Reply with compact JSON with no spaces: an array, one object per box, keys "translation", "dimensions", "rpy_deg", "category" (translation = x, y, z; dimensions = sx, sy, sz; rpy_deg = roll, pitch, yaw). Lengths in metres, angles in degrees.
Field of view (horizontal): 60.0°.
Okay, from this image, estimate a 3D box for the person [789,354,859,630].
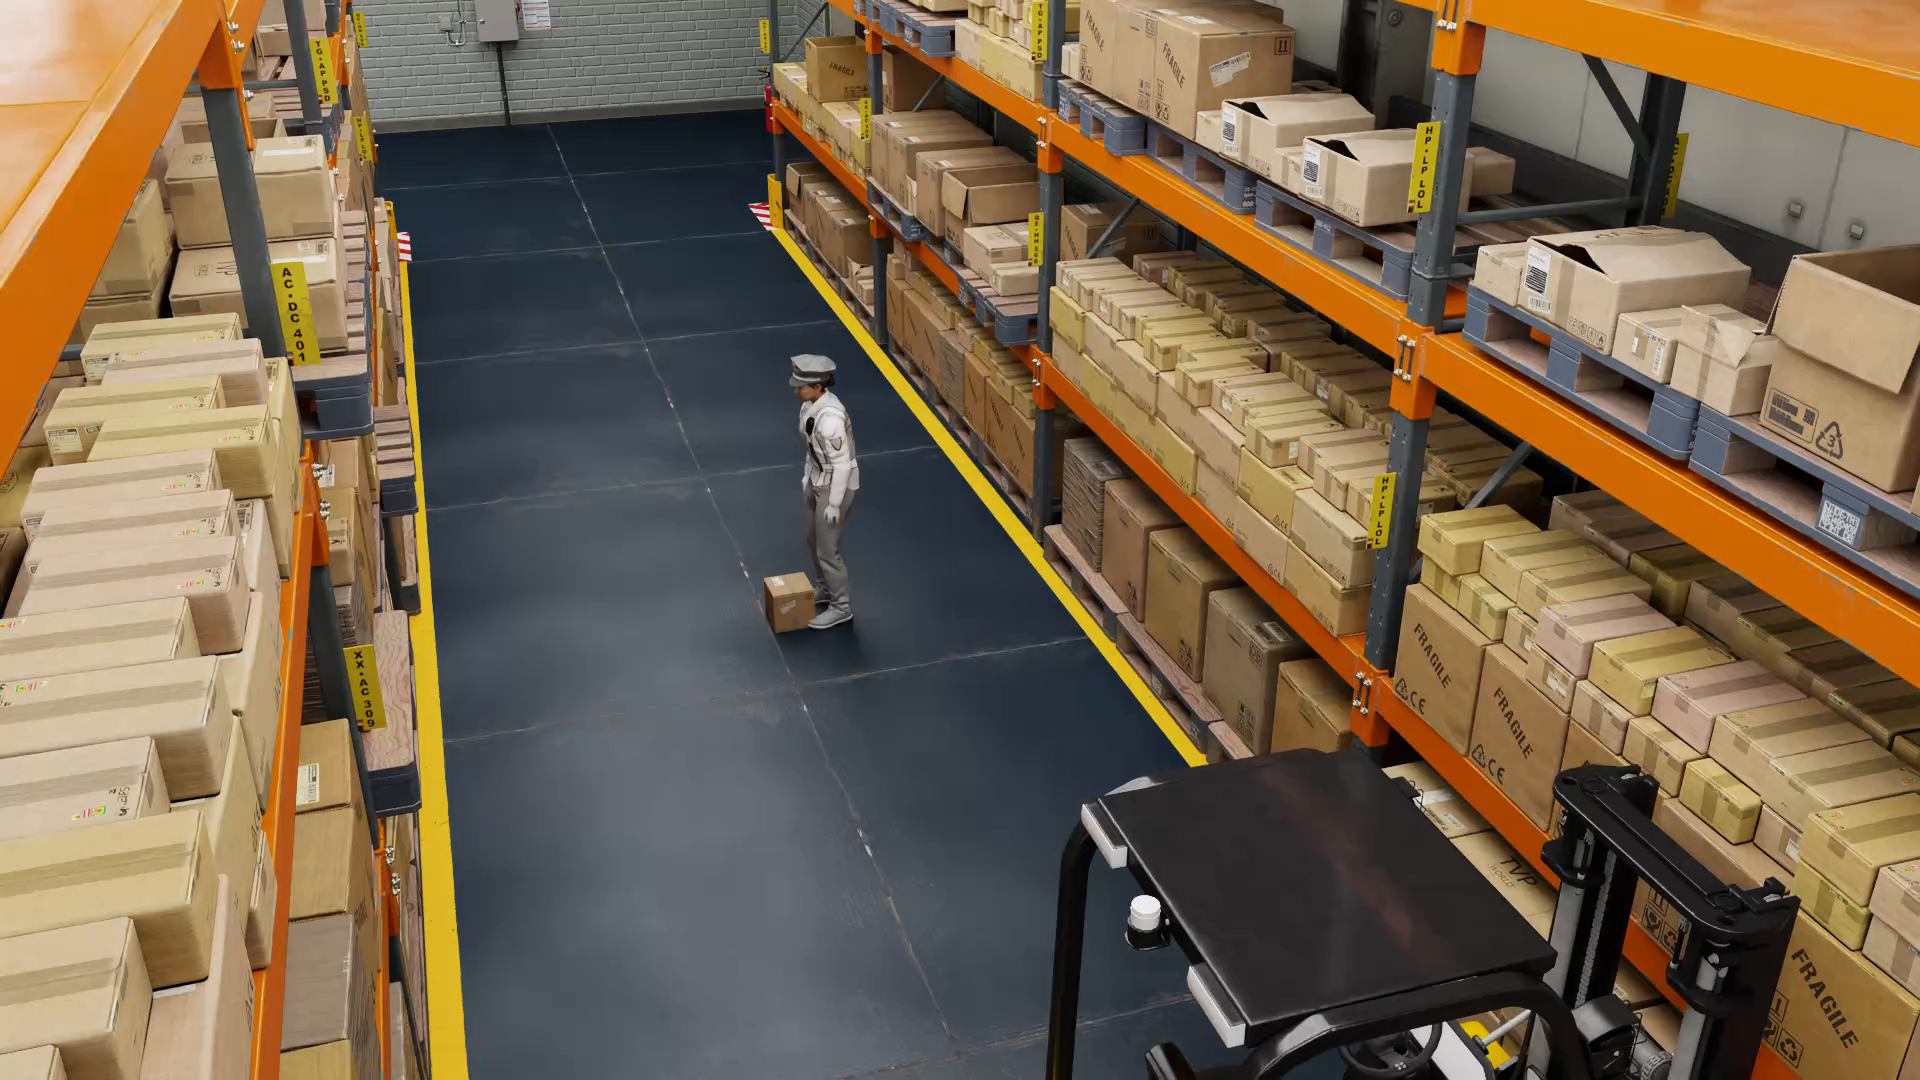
[{"translation":[-0.788,-0.293,9.699],"dimensions":[0.375,1.662,0.541],"rpy_deg":[-10,28,-19],"category":"person"}]
